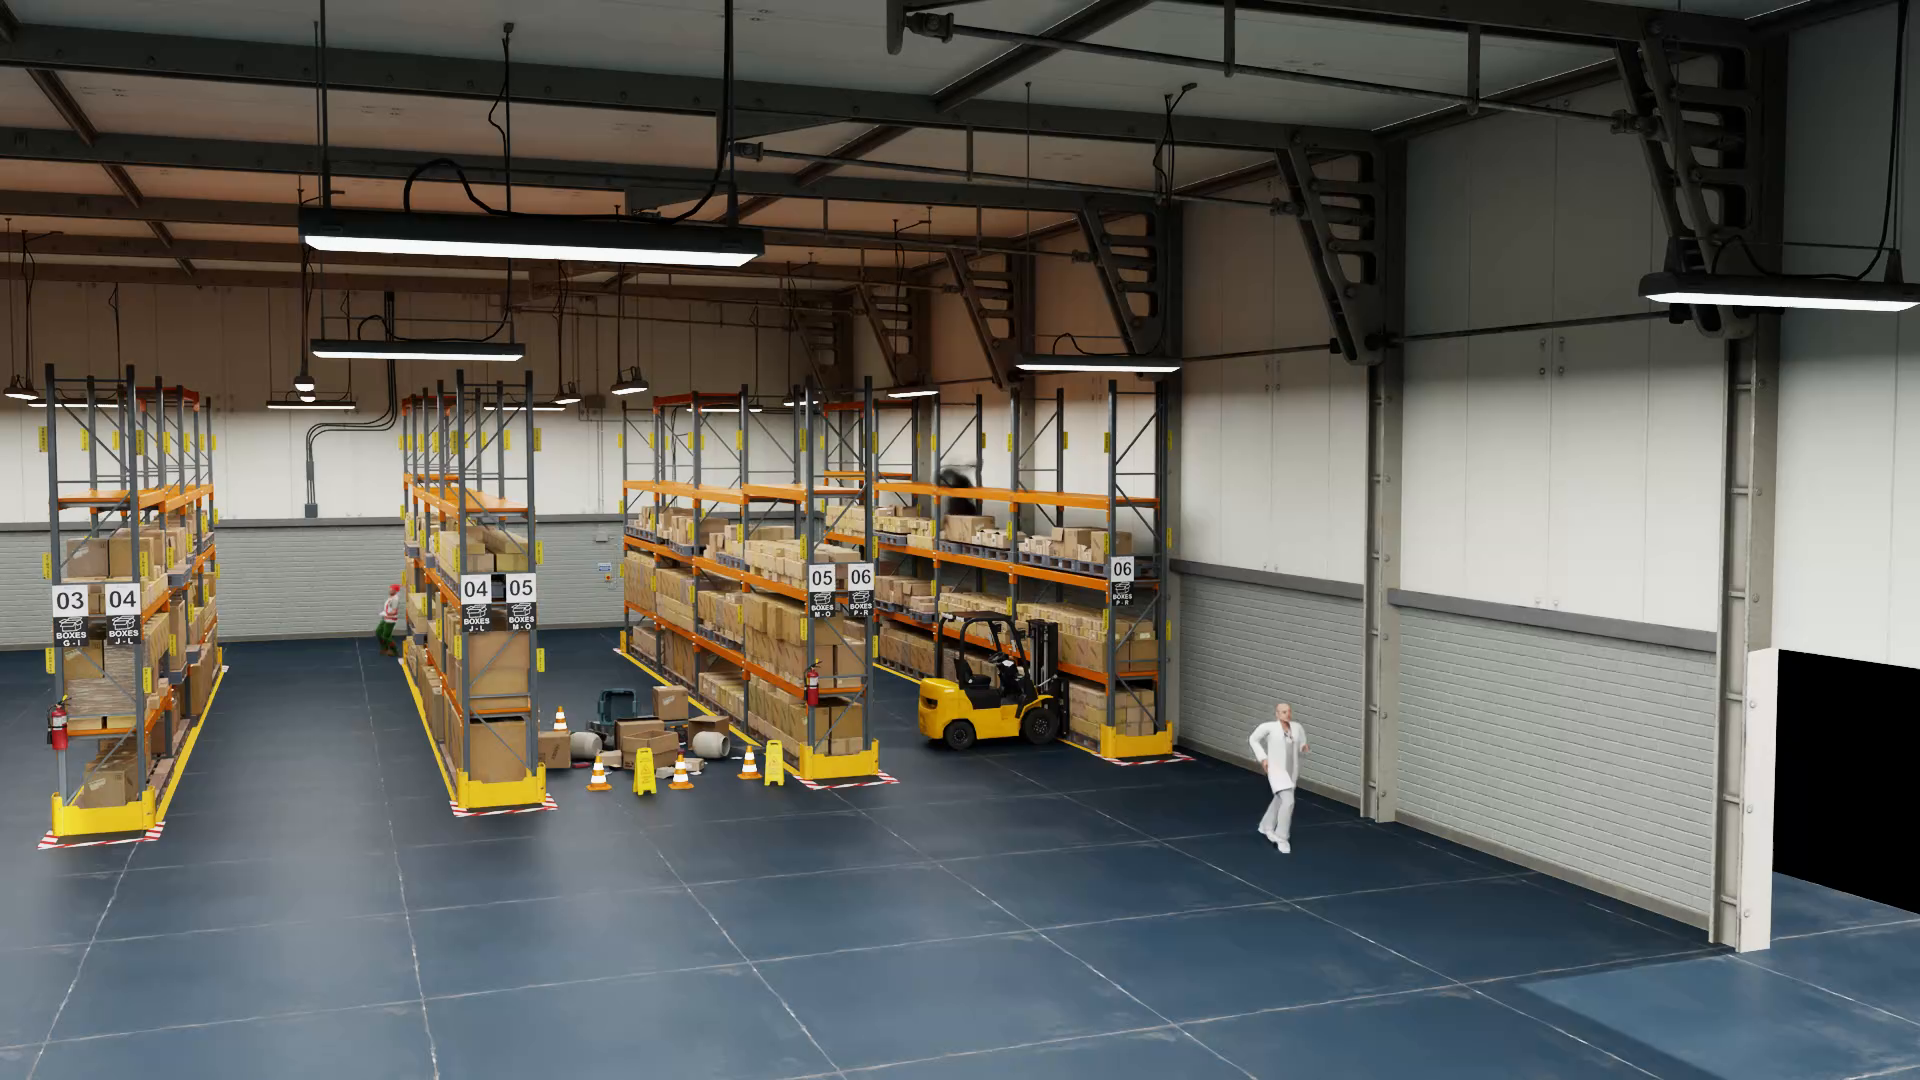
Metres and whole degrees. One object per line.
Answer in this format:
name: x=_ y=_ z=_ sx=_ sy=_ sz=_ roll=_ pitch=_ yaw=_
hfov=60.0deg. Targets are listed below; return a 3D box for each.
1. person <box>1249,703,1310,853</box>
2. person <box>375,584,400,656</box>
person: x=3.997 y=2.929 z=20.578 sx=0.665 sy=1.856 sz=0.844 roll=-2 pitch=4 yaw=-27
person: x=-13.343 y=1.879 z=38.778 sx=0.561 sy=1.738 sz=0.782 roll=-1 pitch=4 yaw=-24
